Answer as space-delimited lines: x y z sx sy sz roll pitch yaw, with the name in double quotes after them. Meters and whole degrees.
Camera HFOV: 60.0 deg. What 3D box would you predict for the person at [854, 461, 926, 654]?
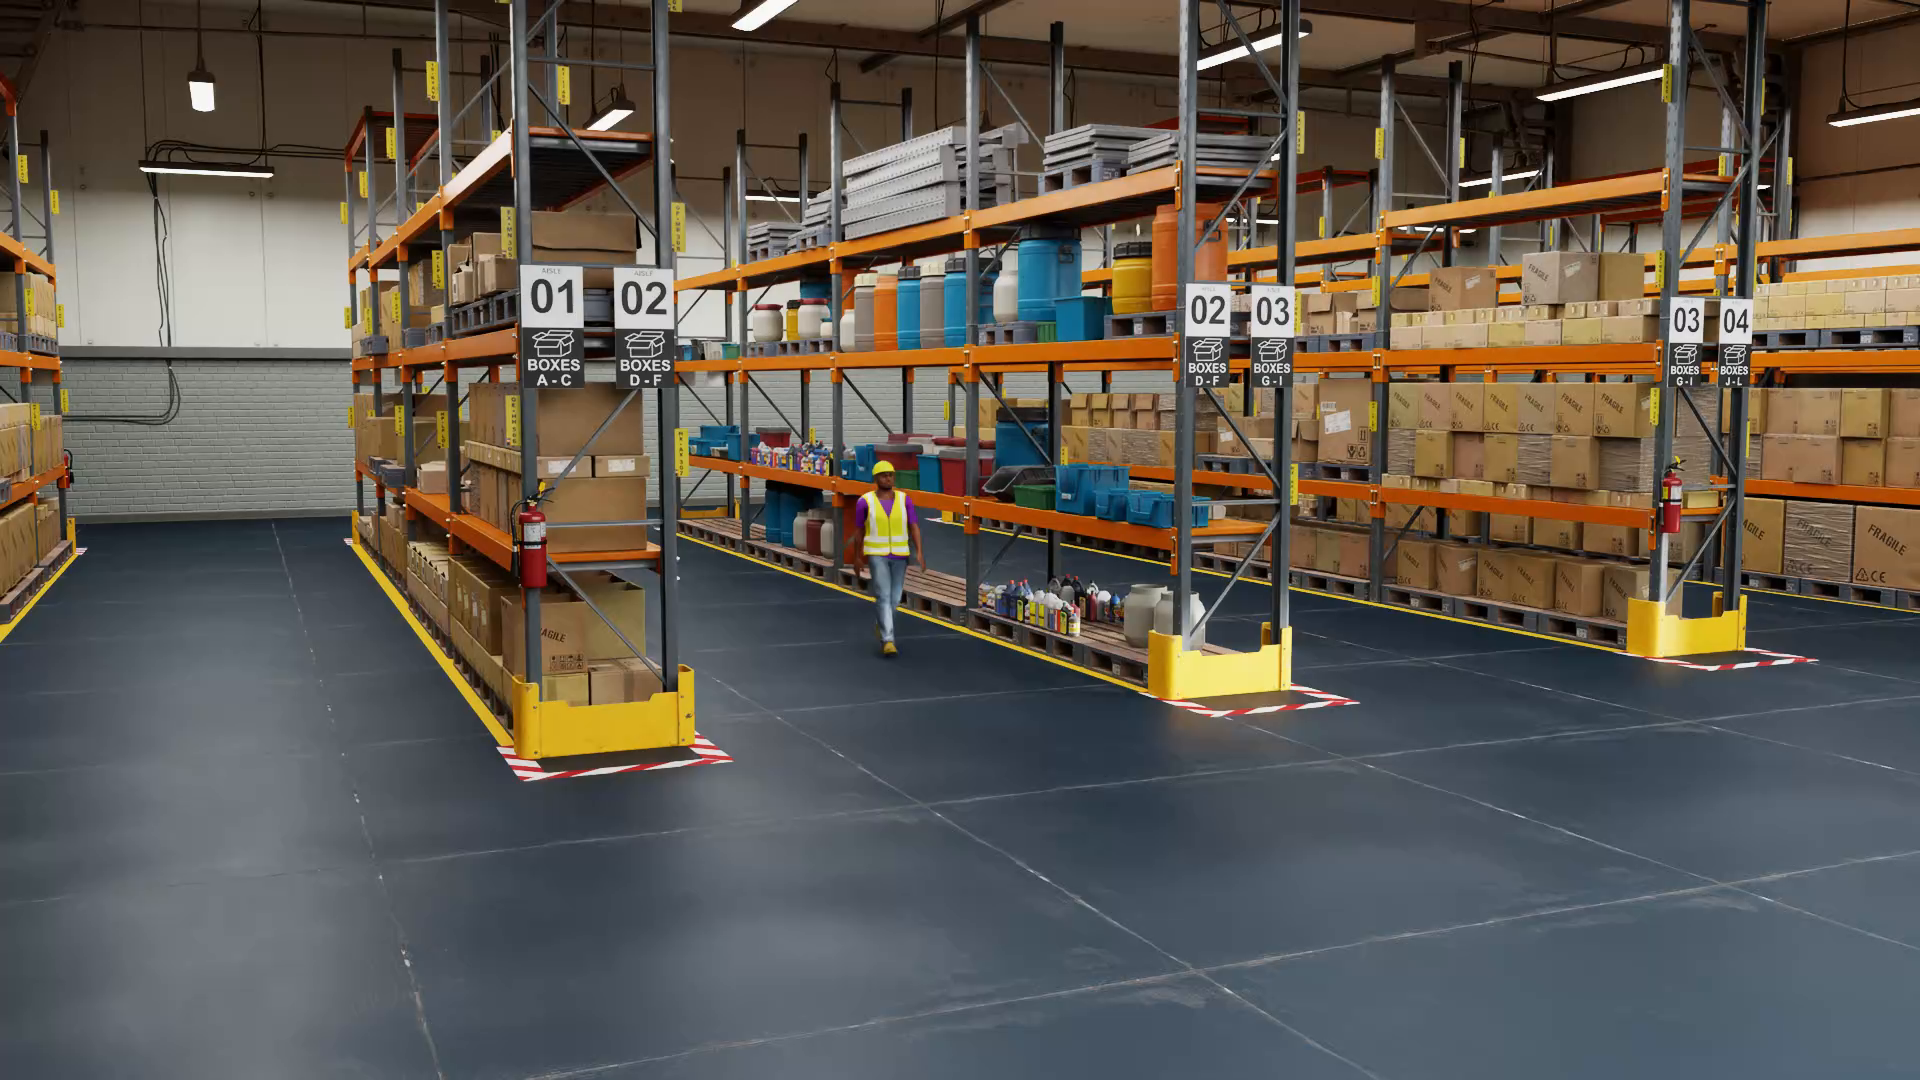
-0.642 0.140 15.179 0.596 1.730 1.008 -2 6 -19 "person"
